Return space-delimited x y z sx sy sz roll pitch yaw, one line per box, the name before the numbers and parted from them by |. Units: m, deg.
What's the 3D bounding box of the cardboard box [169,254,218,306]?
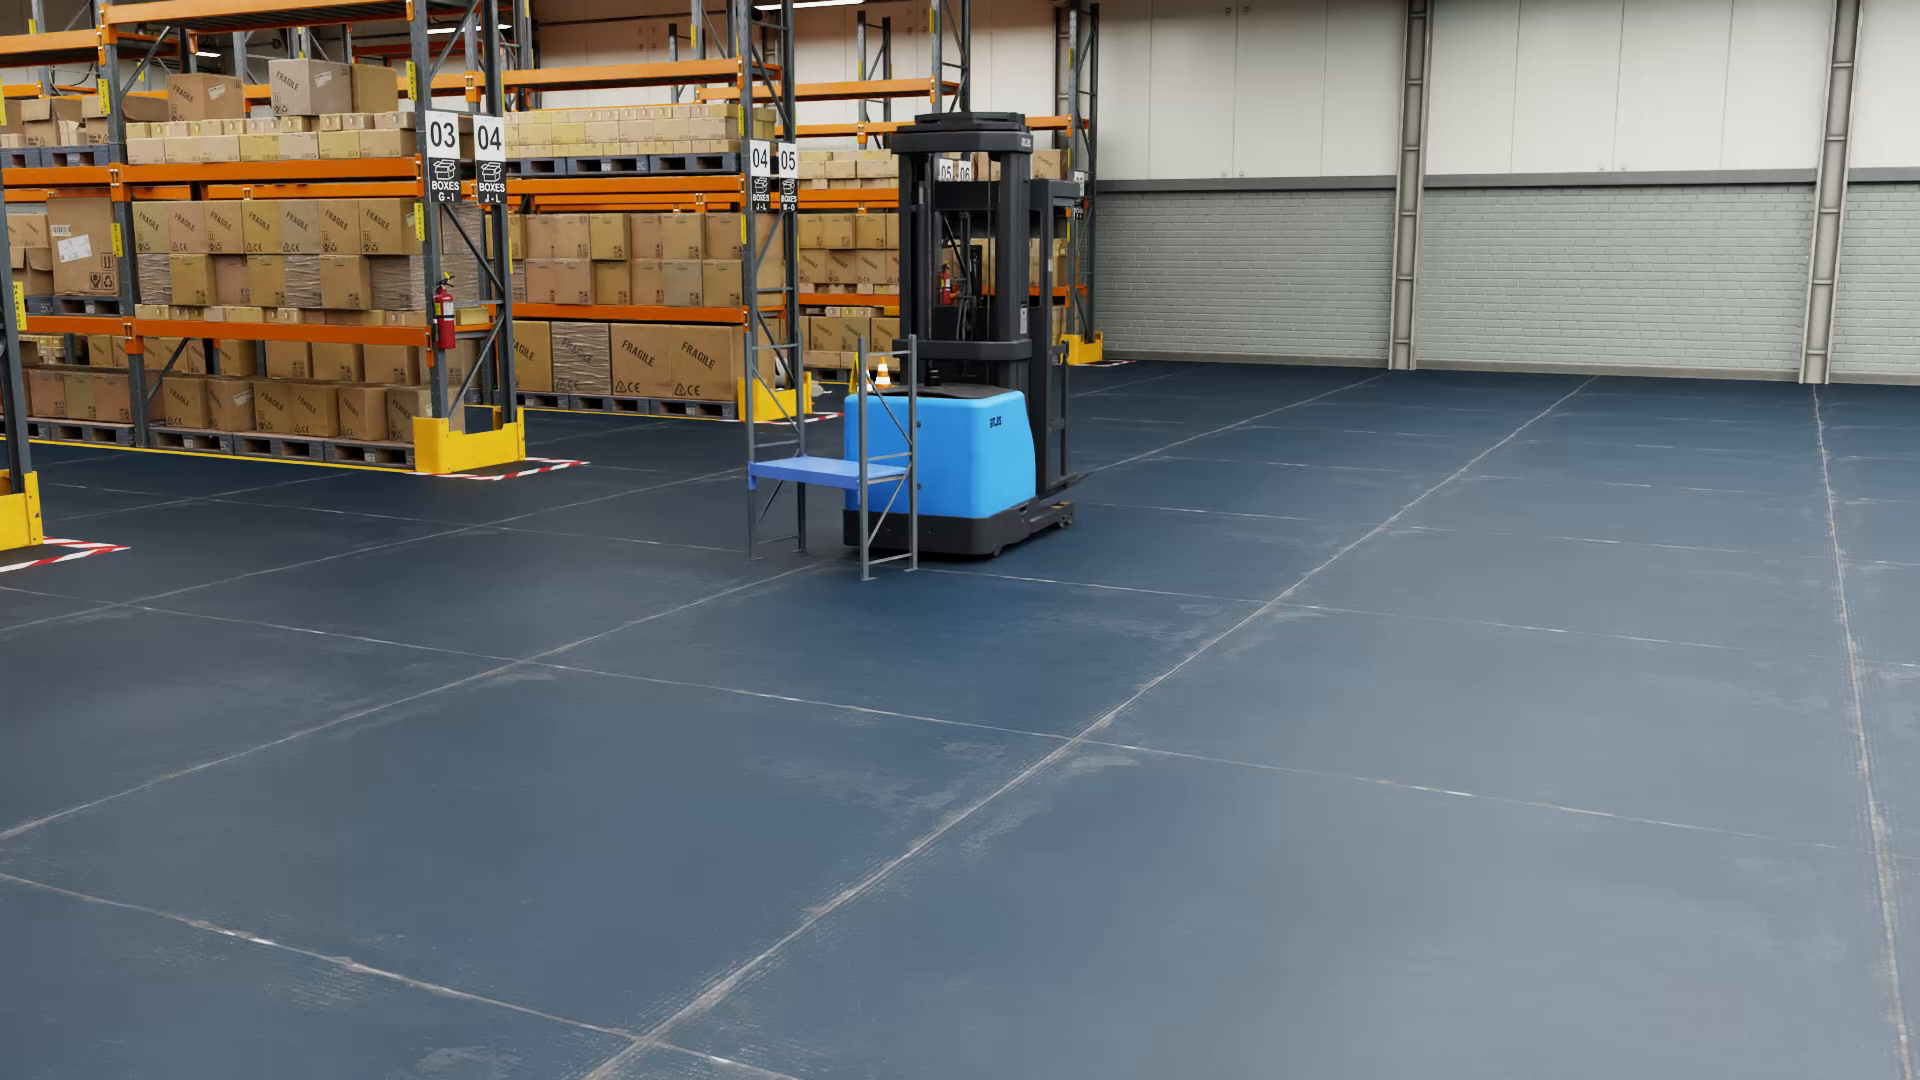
cardboard box | -7.285 -2.590 16.499 0.500 0.500 0.875 5 11 26

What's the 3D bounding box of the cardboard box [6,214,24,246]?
cardboard box | -13.991 -4.620 24.912 0.500 0.500 0.500 5 11 24

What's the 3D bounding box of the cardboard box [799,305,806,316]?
cardboard box | -2.510 -3.439 24.923 0.250 0.149 0.380 6 12 29

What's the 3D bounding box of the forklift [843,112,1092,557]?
forklift | 0.216 -1.555 12.092 1.130 2.935 3.031 4 11 21

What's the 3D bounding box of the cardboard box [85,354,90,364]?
cardboard box | -13.168 -2.783 25.509 0.250 0.149 0.380 4 11 23

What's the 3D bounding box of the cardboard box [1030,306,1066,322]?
cardboard box | 1.520 -3.877 28.463 0.500 0.250 0.500 5 12 28

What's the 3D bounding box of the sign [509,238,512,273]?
sign | -4.267 -2.682 15.694 0.005 0.325 0.100 5 11 26

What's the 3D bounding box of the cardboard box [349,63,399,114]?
cardboard box | -5.719 -4.247 15.830 0.500 0.500 0.500 5 11 26

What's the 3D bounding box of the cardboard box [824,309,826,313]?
cardboard box | -1.989 -3.938 30.552 0.625 0.625 0.875 6 12 28

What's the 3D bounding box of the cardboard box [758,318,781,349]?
cardboard box | -2.815 -3.160 25.202 0.500 0.500 0.500 6 12 28

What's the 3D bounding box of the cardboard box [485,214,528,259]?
cardboard box | -5.493 -3.839 21.067 0.550 0.550 0.875 5 11 26

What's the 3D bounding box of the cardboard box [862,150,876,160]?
cardboard box | -1.212 -5.548 24.006 0.250 0.149 0.380 5 11 26

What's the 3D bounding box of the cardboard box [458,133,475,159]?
cardboard box | -4.825 -3.651 15.477 0.500 0.250 0.500 5 12 28

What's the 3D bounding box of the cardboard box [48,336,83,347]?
cardboard box | -13.418 -2.982 24.939 0.250 0.149 0.380 5 12 27

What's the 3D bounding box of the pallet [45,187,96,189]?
pallet | -12.477 -5.217 24.237 1.003 0.211 1.213 5 11 26

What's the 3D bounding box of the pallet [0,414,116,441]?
pallet | -9.891 -1.269 18.150 1.213 0.211 1.003 5 11 26

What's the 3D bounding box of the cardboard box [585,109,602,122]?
cardboard box | -4.269 -5.066 19.884 0.250 0.149 0.380 5 11 26

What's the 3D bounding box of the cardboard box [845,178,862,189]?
cardboard box | -1.469 -5.171 24.162 0.250 0.149 0.380 5 11 25

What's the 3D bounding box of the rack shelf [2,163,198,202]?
rack shelf | -9.888 -3.764 17.702 4.000 0.370 1.077 5 11 26

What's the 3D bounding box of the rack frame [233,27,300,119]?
rack frame | -9.396 -6.536 22.574 0.127 3.000 1.000 5 11 26

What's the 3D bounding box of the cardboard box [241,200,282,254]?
cardboard box | -6.453 -2.980 15.847 0.500 0.500 0.500 5 11 26

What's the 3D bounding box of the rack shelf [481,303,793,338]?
rack shelf | -4.016 -2.757 20.560 4.000 0.370 1.077 5 11 26

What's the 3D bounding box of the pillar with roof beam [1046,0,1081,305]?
pillar with roof beam | -0.060 -7.008 25.185 0.548 9.000 9.100 5 11 26

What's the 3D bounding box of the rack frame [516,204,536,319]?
rack frame | -7.297 -4.382 27.521 0.127 3.000 1.000 5 11 26

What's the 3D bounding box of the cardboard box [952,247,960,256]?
cardboard box | 0.031 -5.036 29.033 0.250 0.149 0.380 5 11 25

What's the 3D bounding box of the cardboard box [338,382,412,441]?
cardboard box | -5.611 -1.239 15.994 0.500 0.500 0.500 9 14 41

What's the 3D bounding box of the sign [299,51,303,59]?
sign | -11.151 -8.100 28.152 0.005 0.325 0.100 5 11 26

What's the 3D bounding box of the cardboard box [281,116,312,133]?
cardboard box | -6.058 -3.843 15.422 0.250 0.149 0.380 4 11 23

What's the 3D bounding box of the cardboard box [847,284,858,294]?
cardboard box | -1.461 -3.707 24.498 0.250 0.149 0.380 5 11 27

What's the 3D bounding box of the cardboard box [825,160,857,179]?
cardboard box | -1.618 -5.378 24.184 0.500 0.250 0.500 5 12 27

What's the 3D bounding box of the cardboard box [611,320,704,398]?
cardboard box | -3.649 -2.226 20.395 0.875 0.875 0.875 5 11 25

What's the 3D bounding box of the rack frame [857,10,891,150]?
rack frame | -1.517 -7.812 29.627 0.127 3.000 1.000 5 11 26

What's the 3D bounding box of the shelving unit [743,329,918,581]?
shelving unit | -0.834 -0.575 10.696 1.048 1.500 0.538 9 13 40

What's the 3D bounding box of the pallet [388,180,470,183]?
pallet | -6.653 -4.715 21.473 1.217 0.209 0.805 5 11 24

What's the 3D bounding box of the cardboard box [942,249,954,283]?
cardboard box | -0.424 -4.029 24.453 0.500 0.500 0.500 5 11 25

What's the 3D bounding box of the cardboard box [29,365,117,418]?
cardboard box | -9.557 -1.607 17.971 0.500 0.500 0.700 4 11 21

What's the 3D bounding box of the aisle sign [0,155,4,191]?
aisle sign | -6.505 -2.698 10.917 0.004 0.787 0.394 5 11 26

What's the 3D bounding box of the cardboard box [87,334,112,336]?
cardboard box | -12.438 -3.144 24.414 0.500 0.250 0.500 4 11 23

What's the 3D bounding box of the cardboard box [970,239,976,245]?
cardboard box | 0.278 -5.174 28.959 0.250 0.149 0.380 5 11 27

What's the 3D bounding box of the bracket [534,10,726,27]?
bracket | -6.376 -10.119 32.265 4.783 0.066 0.076 5 11 26

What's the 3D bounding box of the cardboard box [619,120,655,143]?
cardboard box | -3.683 -4.831 19.703 0.500 0.250 0.500 5 11 25

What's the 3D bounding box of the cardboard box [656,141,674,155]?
cardboard box | -3.353 -4.594 19.512 0.250 0.149 0.380 5 11 26

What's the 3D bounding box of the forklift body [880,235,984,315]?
forklift body | -0.437 -3.985 27.711 1.214 2.155 2.313 5 11 26

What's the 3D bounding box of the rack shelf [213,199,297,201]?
rack shelf | -12.677 -5.977 29.930 4.000 0.370 1.077 5 11 26

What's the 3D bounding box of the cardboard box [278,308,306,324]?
cardboard box | -6.246 -2.136 15.817 0.250 0.149 0.380 5 11 26

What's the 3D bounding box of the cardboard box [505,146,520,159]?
cardboard box | -5.400 -4.774 20.506 0.250 0.149 0.380 5 11 26

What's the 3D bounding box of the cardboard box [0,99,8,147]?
cardboard box | -10.466 -4.414 17.587 0.500 0.500 0.500 5 11 24

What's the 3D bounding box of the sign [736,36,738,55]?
sign | -3.453 -7.603 25.625 0.005 0.325 0.100 5 11 26

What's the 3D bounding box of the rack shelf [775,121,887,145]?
rack shelf | -3.310 -7.419 30.597 4.000 0.370 1.077 5 11 26

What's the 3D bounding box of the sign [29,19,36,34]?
sign | -13.240 -7.264 23.755 0.005 0.325 0.100 5 11 26

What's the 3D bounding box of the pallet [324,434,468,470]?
pallet | -5.288 -0.873 15.959 1.213 0.211 1.003 5 11 26
